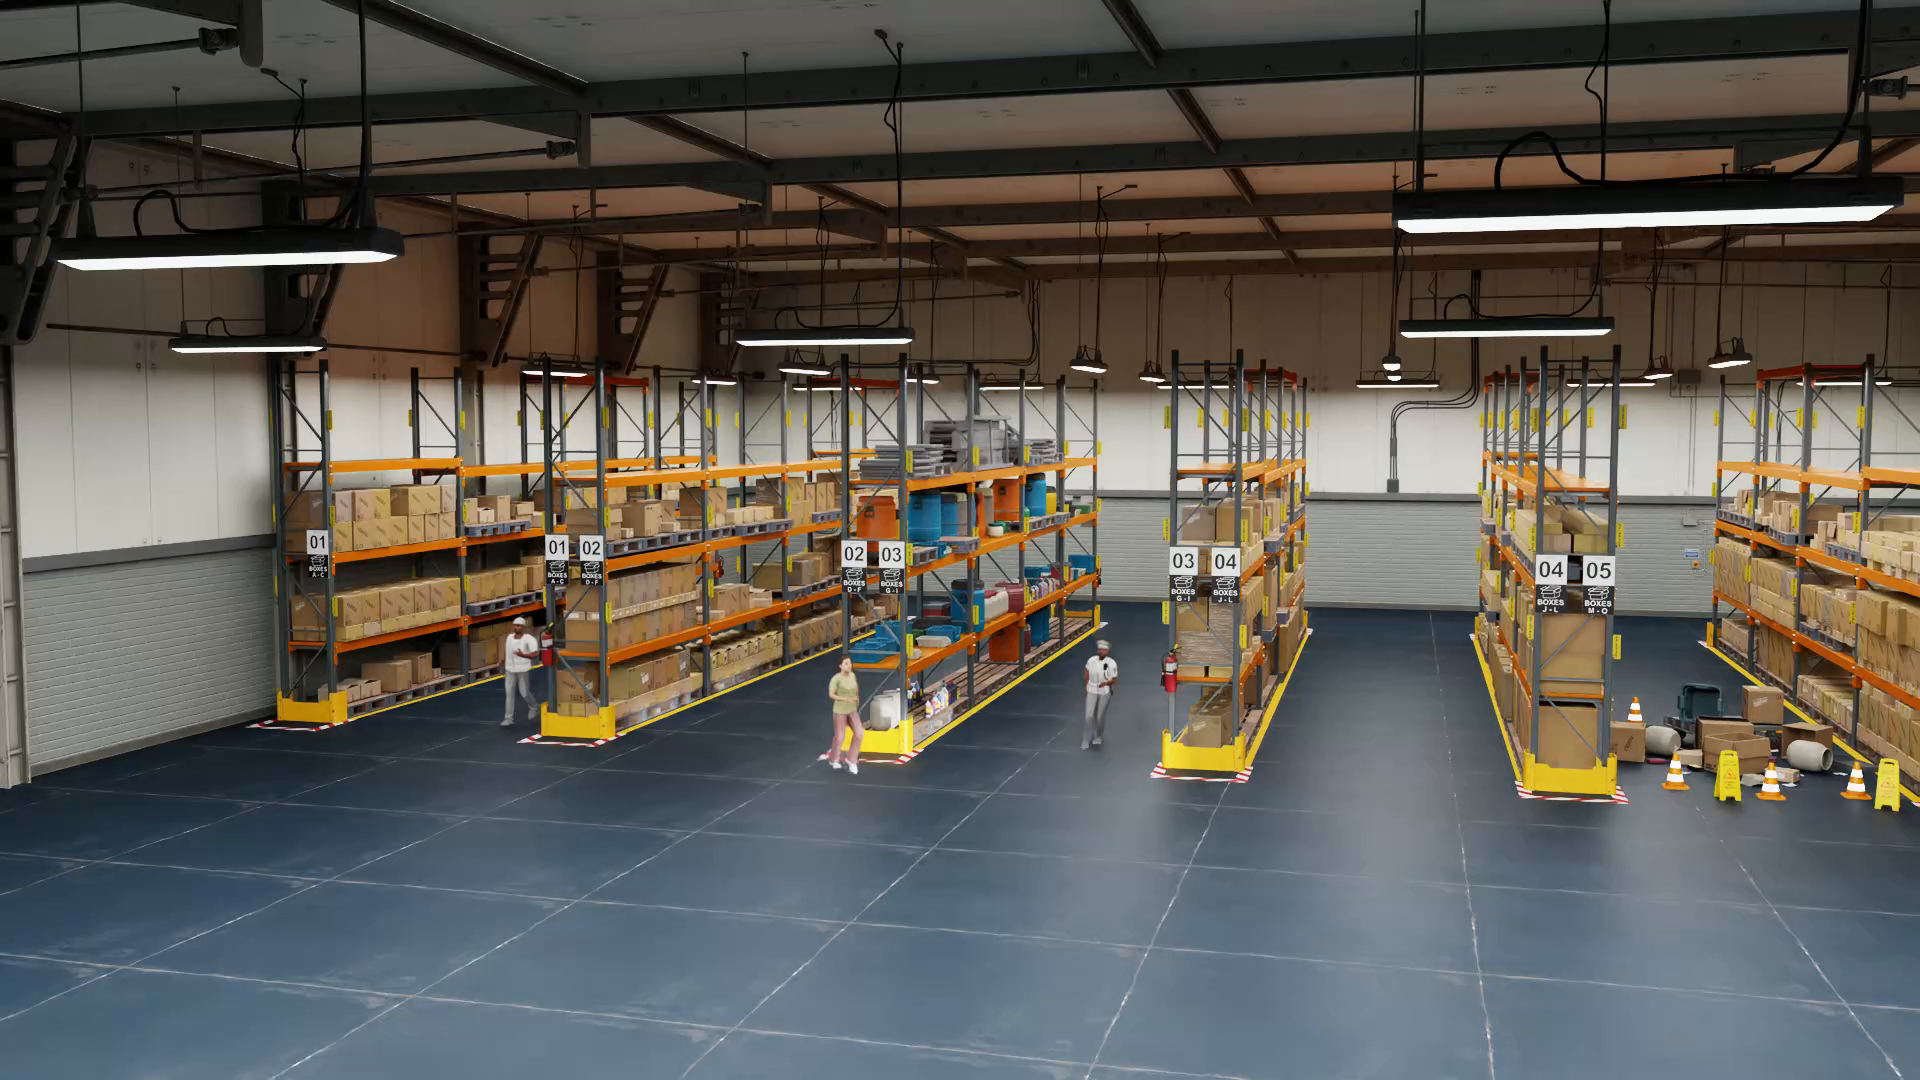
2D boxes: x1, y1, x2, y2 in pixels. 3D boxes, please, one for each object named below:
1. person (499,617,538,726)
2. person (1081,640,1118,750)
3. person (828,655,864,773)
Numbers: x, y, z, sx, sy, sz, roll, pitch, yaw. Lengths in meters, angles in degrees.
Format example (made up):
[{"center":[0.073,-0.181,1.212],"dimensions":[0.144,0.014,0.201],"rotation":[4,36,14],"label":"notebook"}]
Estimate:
[{"center":[-7.264,2.140,27.256],"dimensions":[0.717,1.741,0.948],"rotation":[1,4,13],"label":"person"},{"center":[2.133,2.364,25.357],"dimensions":[0.555,1.709,0.714],"rotation":[1,4,14],"label":"person"},{"center":[-1.621,2.485,23.646],"dimensions":[0.602,1.714,0.694],"rotation":[-3,5,-38],"label":"person"}]
